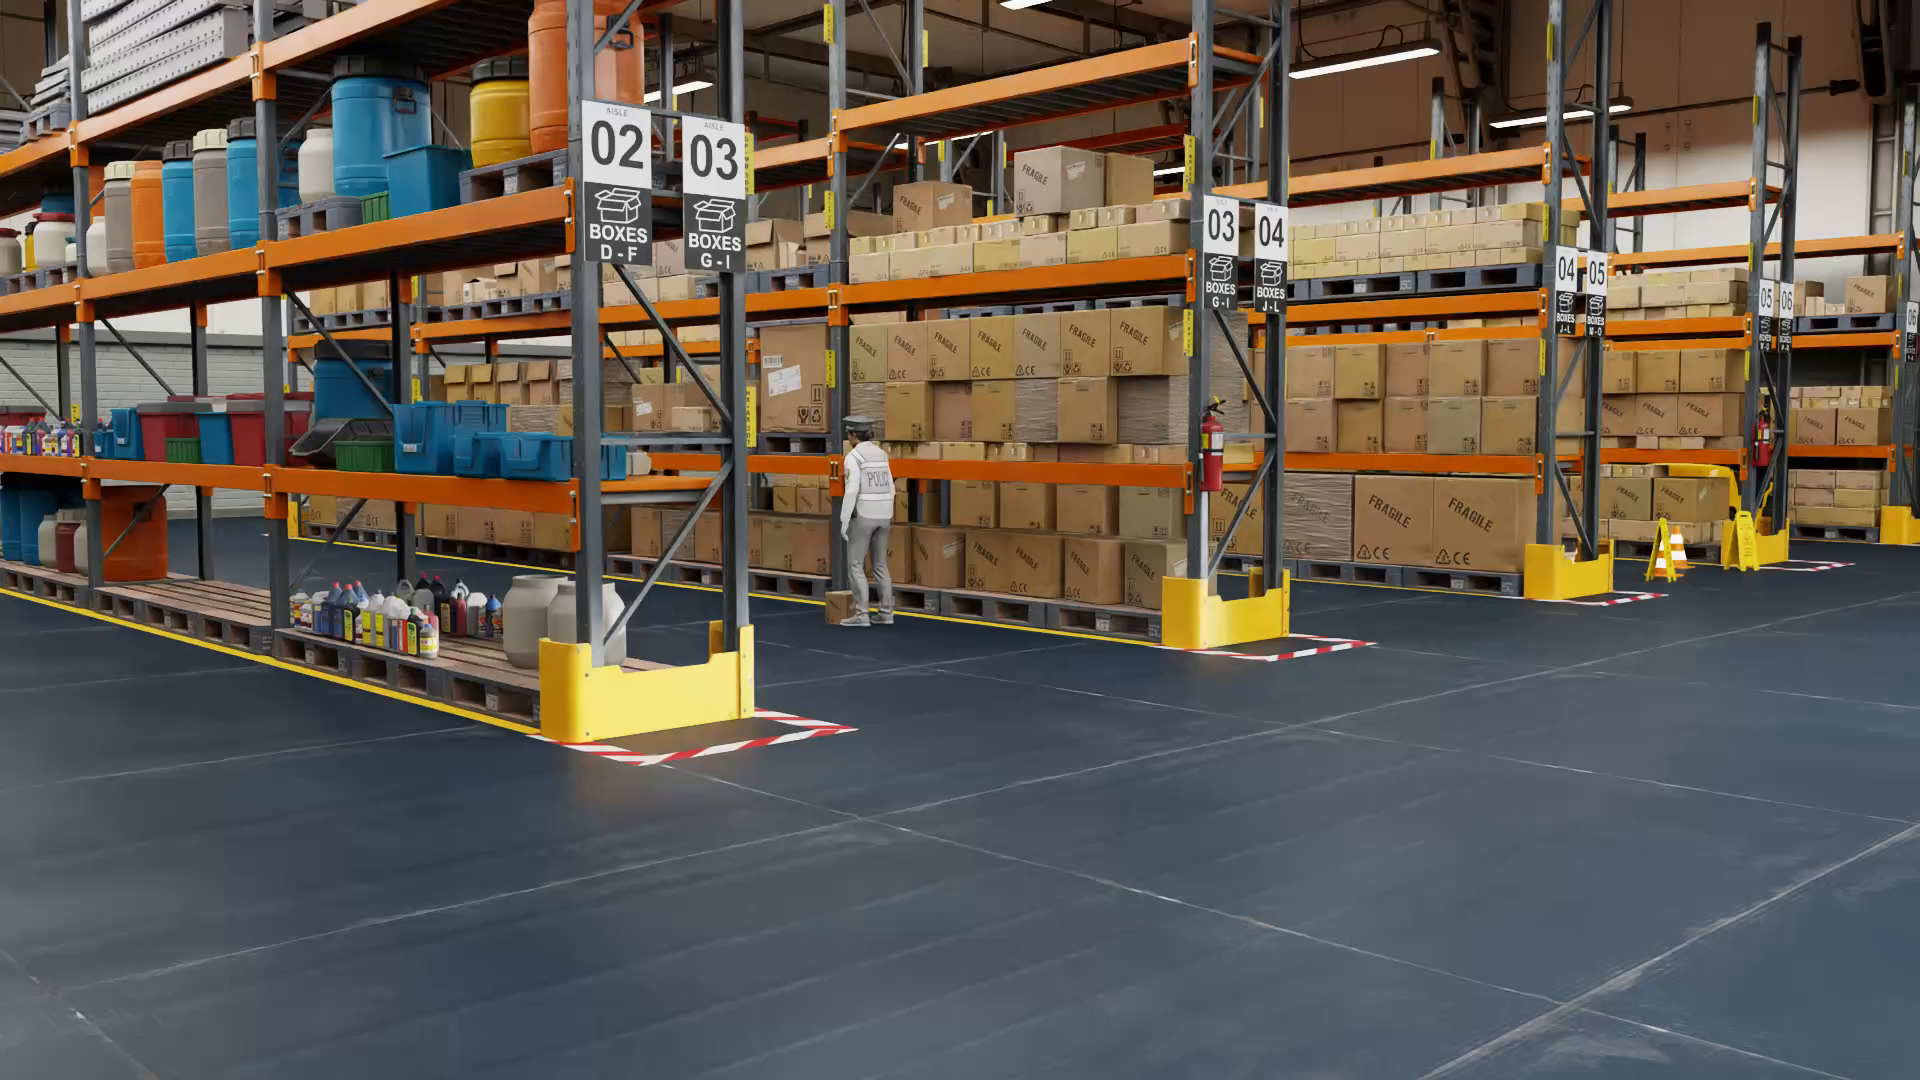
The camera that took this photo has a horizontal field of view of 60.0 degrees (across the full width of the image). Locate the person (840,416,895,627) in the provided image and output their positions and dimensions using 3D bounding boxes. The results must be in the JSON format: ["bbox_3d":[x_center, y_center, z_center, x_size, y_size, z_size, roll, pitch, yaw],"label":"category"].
[{"bbox_3d":[-0.733,-0.147,13.106,0.374,1.662,0.540,4,5,43],"label":"person"}]
